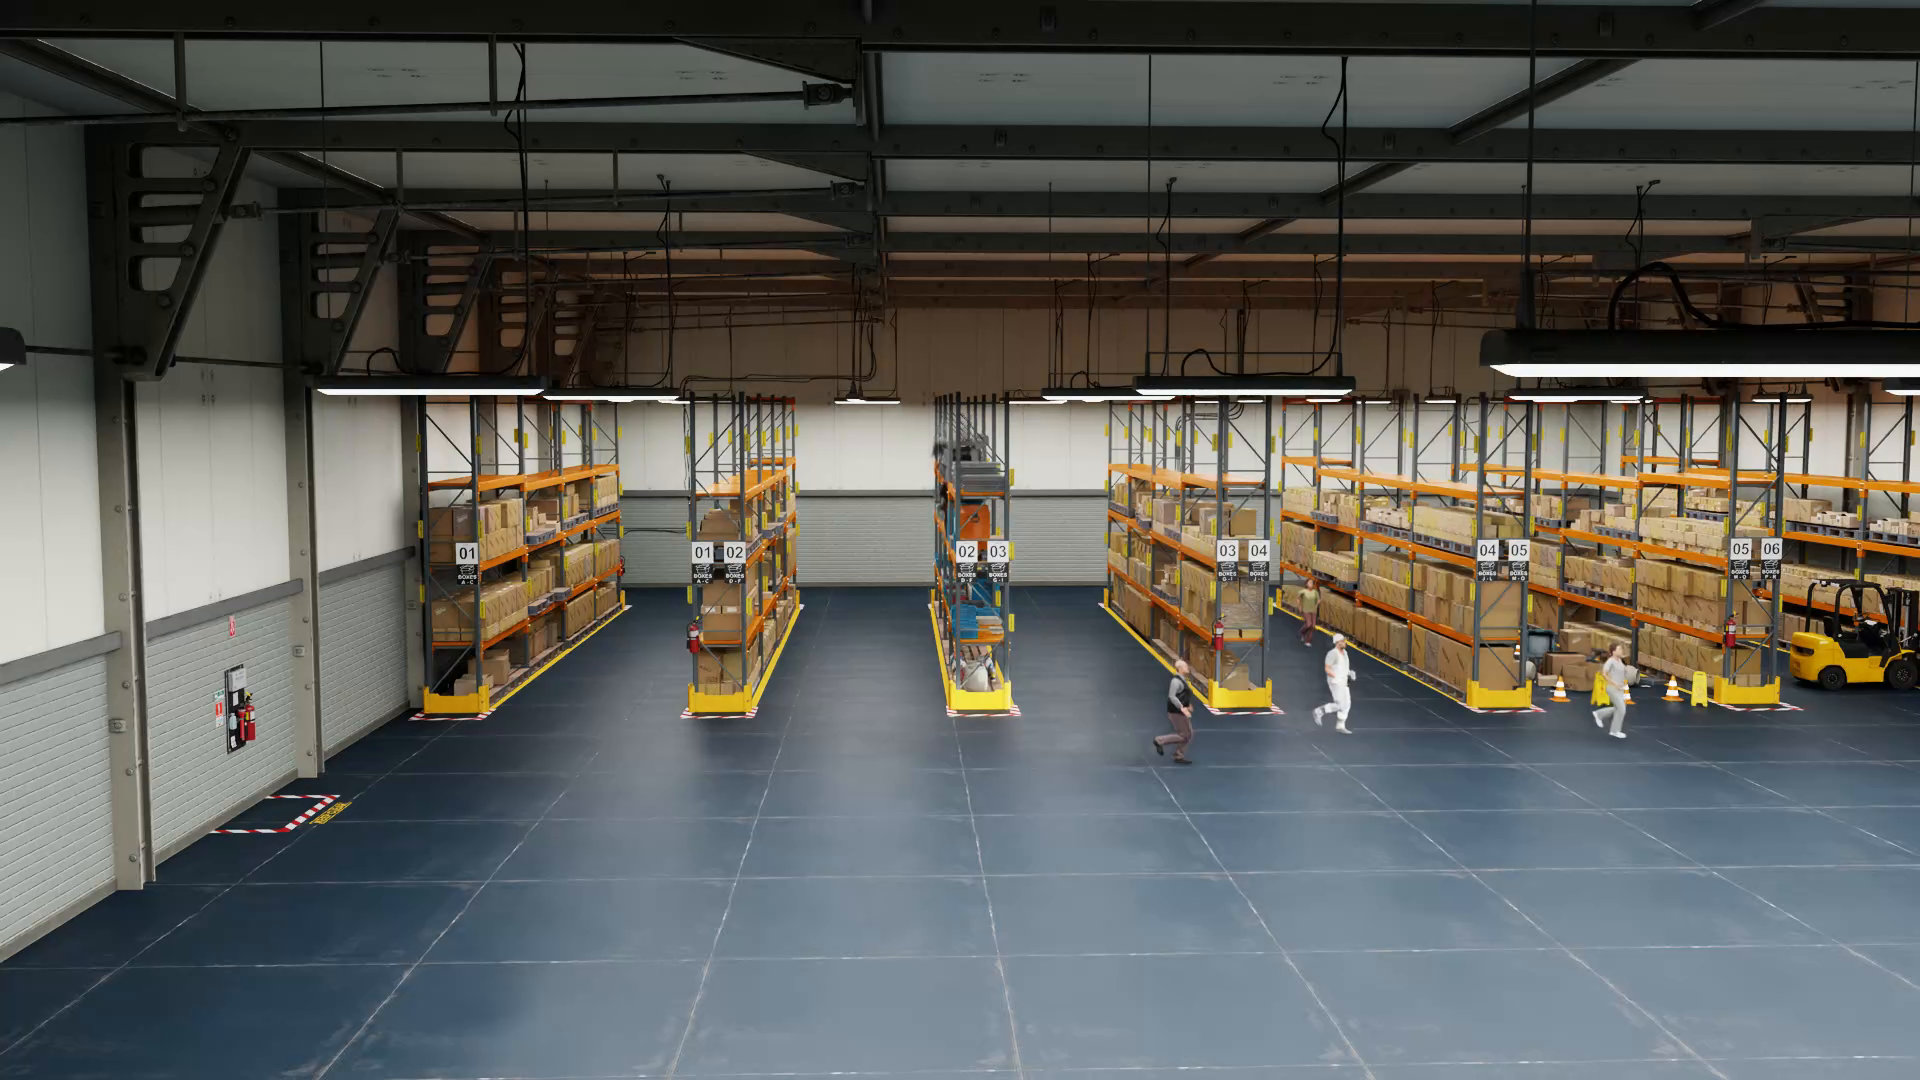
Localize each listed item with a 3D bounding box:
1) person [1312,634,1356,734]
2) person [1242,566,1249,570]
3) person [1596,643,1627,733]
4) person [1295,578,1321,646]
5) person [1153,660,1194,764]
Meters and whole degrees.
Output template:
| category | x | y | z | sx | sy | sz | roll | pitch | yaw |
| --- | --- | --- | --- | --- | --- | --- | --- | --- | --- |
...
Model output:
| category | x | y | z | sx | sy | sz | roll | pitch | yaw |
| --- | --- | --- | --- | --- | --- | --- | --- | --- | --- |
| person | 6.601 | 2.513 | 29.262 | 0.700 | 1.764 | 0.657 | 4 | 6 | 38 |
| person | 7.931 | 1.079 | 47.287 | 0.681 | 1.753 | 0.615 | 2 | 5 | 19 |
| person | 11.353 | 2.561 | 28.970 | 0.590 | 1.565 | 0.566 | -4 | 6 | -44 |
| person | 8.347 | 1.745 | 39.719 | 0.575 | 1.596 | 0.540 | -1 | 5 | -9 |
| person | 3.437 | 2.757 | 26.695 | 0.637 | 1.675 | 0.647 | 1 | 5 | 17 |
